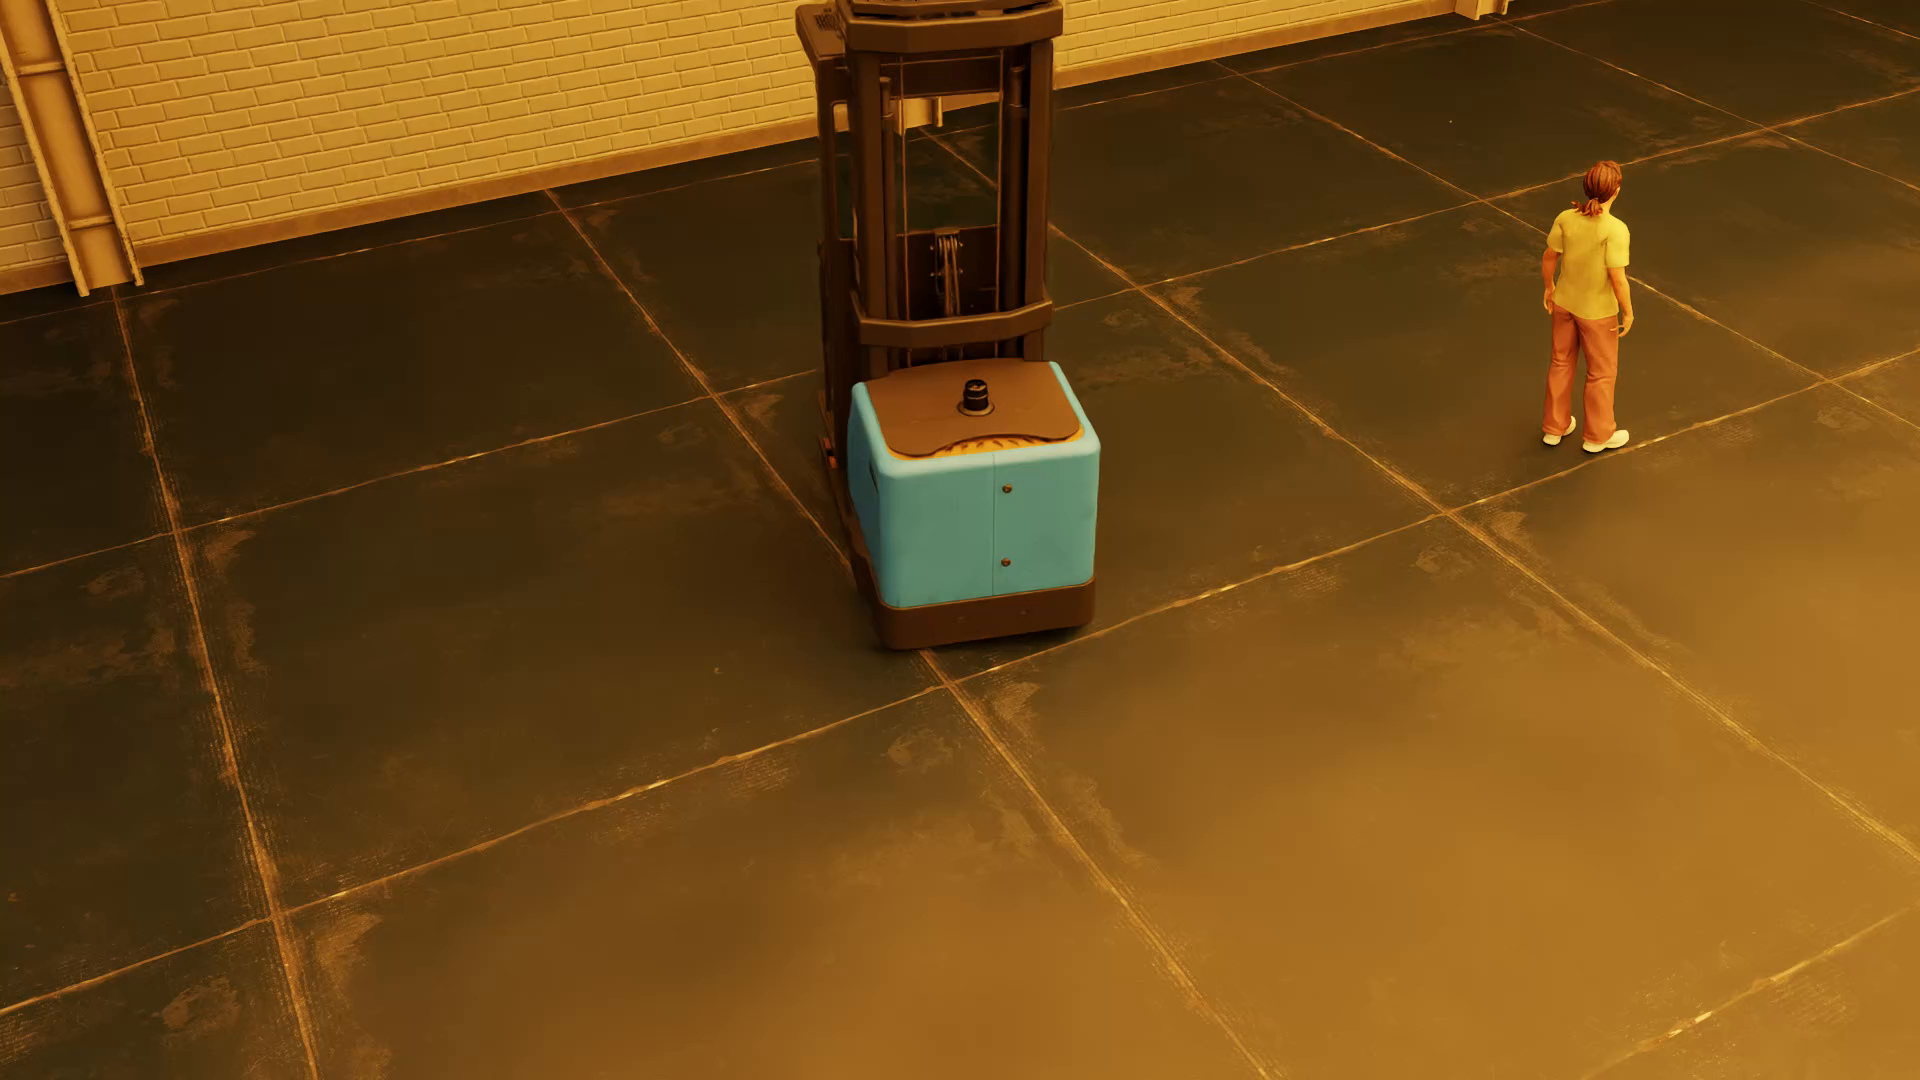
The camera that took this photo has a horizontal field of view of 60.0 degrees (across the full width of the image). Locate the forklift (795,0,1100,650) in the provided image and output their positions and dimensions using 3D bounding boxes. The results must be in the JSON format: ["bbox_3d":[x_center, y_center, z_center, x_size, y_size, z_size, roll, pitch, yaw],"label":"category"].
[{"bbox_3d":[-0.169,-1.529,8.286,1.130,2.935,3.031,-7,36,-10],"label":"forklift"}]

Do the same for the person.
[{"bbox_3d":[3.425,-1.270,8.995,0.548,1.673,0.554,-24,42,-30],"label":"person"}]
